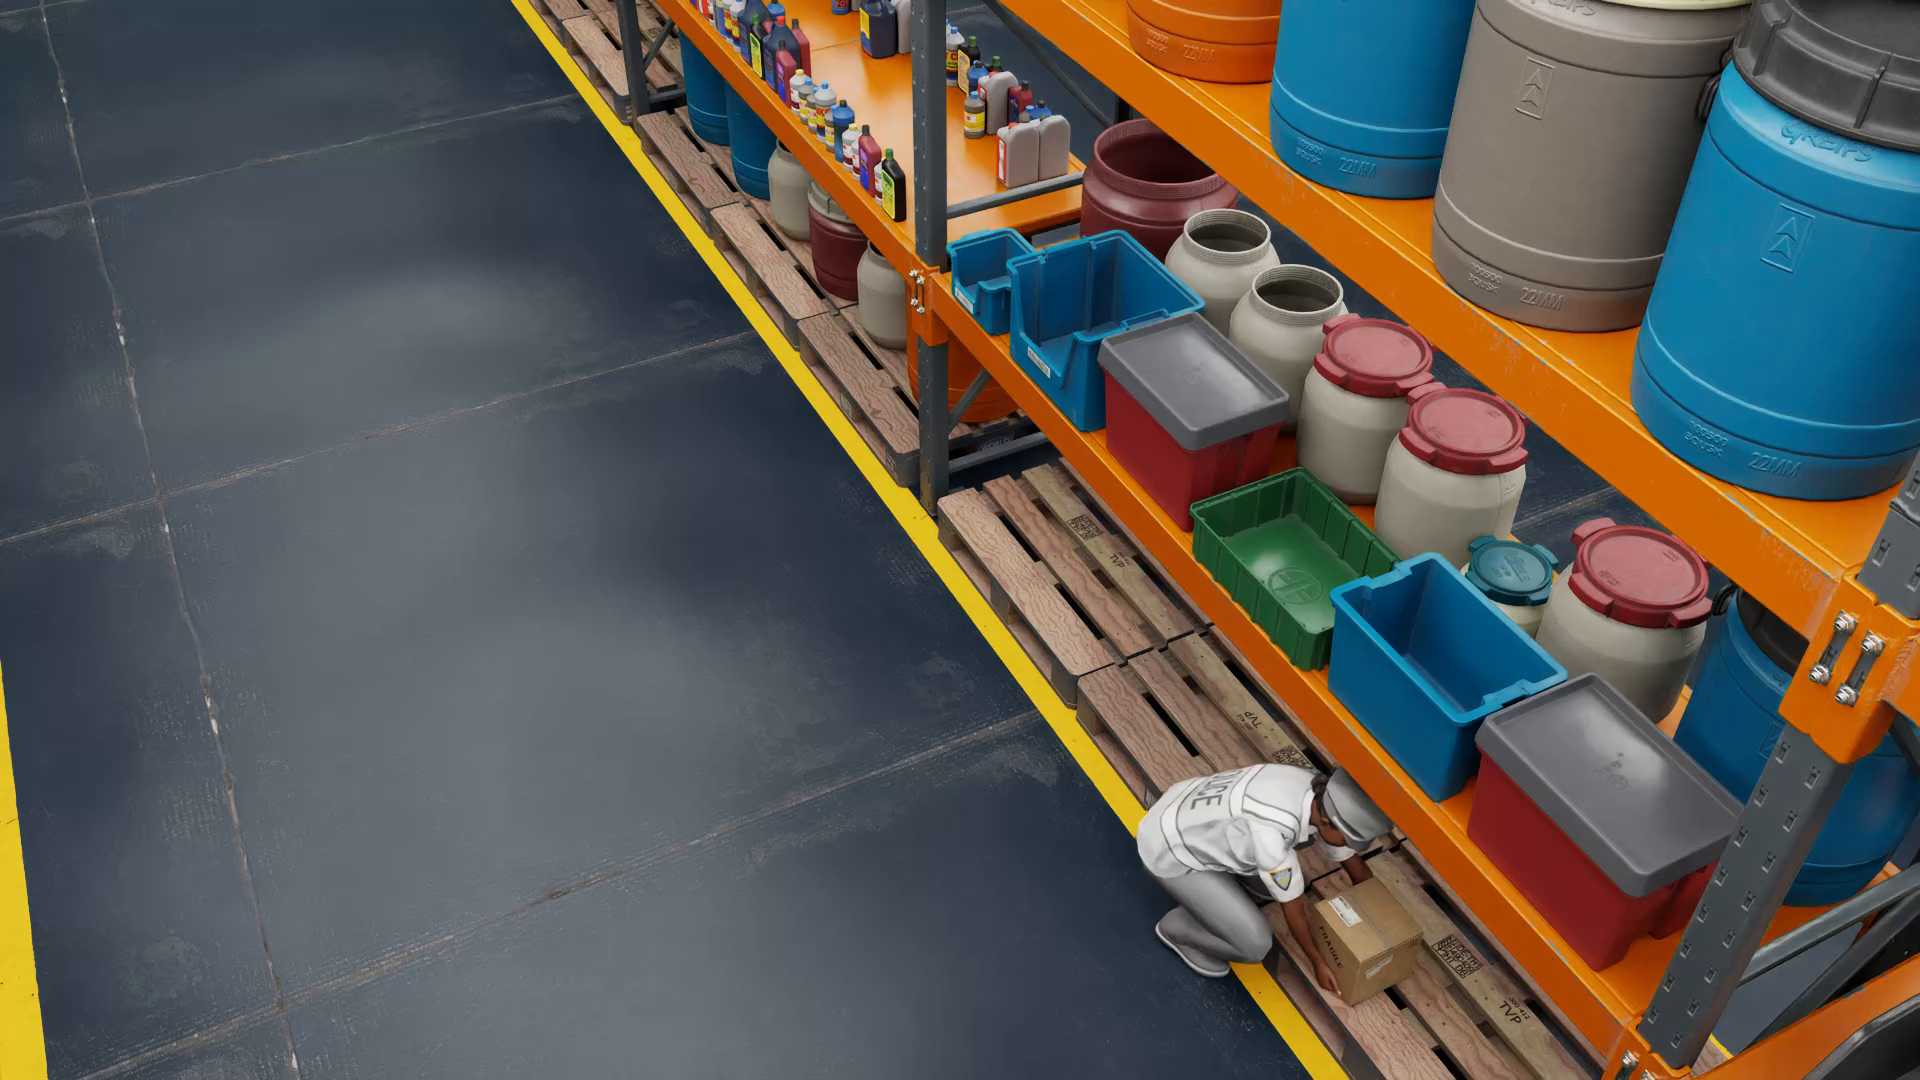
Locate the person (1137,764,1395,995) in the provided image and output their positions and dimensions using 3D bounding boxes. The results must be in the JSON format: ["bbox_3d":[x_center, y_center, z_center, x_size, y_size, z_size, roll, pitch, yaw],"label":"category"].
[{"bbox_3d":[1.040,1.077,5.467,0.936,0.985,0.468,26,48,27],"label":"person"}]
